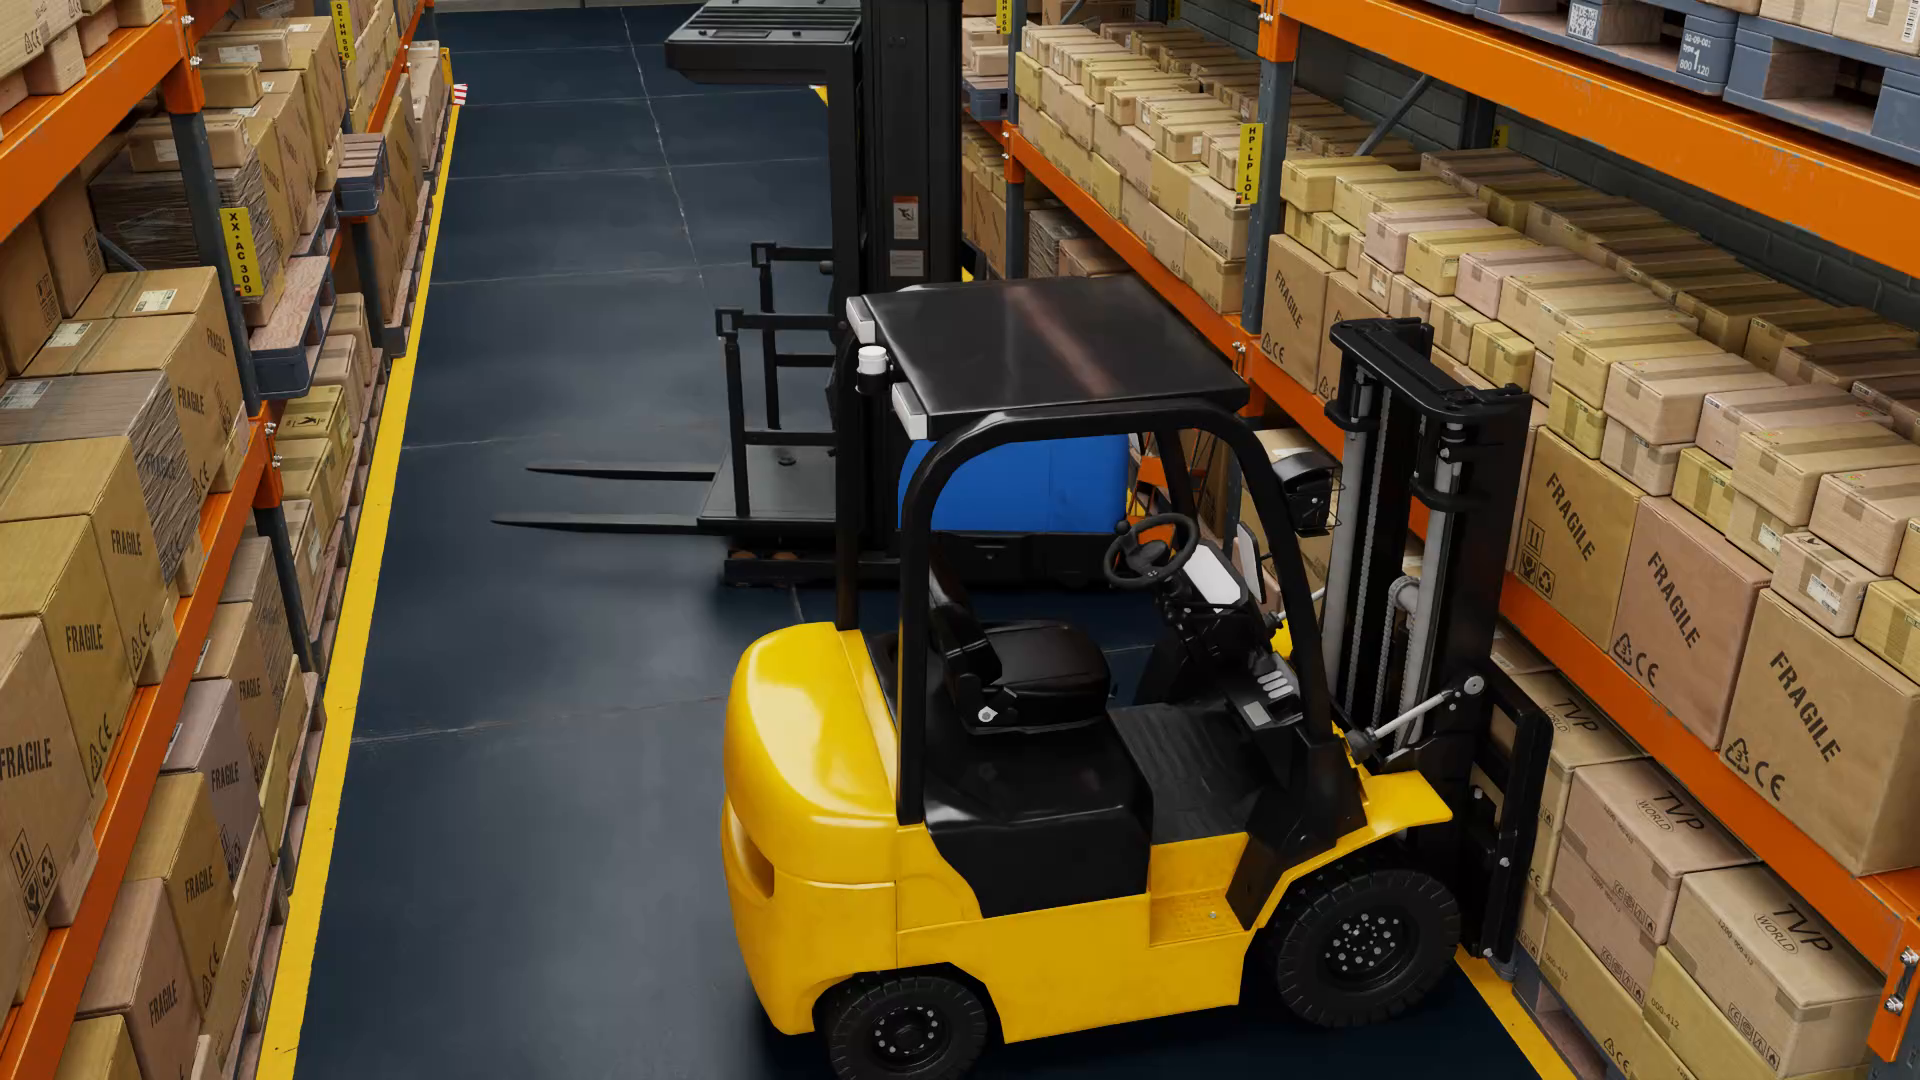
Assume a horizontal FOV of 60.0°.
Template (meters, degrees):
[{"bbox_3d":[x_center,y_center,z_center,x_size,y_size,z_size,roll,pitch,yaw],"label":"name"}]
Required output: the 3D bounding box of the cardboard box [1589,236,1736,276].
[{"bbox_3d":[2.326,-0.894,5.532,0.380,0.149,0.250,-6,27,-12],"label":"cardboard box"}]

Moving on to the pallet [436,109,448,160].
[{"bbox_3d":[-5.309,-3.742,15.429,1.003,0.211,1.213,-6,27,-12],"label":"pallet"}]

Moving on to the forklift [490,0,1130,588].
[{"bbox_3d":[-0.716,-1.320,7.613,3.031,2.935,1.130,1,27,2],"label":"forklift"}]

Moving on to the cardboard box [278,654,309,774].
[{"bbox_3d":[-2.737,0.676,6.167,0.500,0.250,0.500,-5,27,-9],"label":"cardboard box"}]

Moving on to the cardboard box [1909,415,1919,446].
[{"bbox_3d":[2.637,-0.215,4.186,0.380,0.149,0.250,-5,27,-11],"label":"cardboard box"}]

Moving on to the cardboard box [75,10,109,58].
[{"bbox_3d":[-2.712,-1.486,4.815,0.380,0.149,0.250,-6,27,-11],"label":"cardboard box"}]

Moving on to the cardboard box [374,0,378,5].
[{"bbox_3d":[-4.371,-3.978,11.581,0.500,0.500,0.500,-5,27,-10],"label":"cardboard box"}]

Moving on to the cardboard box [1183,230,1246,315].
[{"bbox_3d":[1.334,-1.230,7.524,0.500,0.250,0.500,-5,27,-10],"label":"cardboard box"}]

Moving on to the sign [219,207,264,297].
[{"bbox_3d":[-2.605,-1.041,6.023,0.100,0.325,0.005,-6,27,-12],"label":"sign"}]

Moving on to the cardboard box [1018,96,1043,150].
[{"bbox_3d":[0.663,-2.571,10.182,0.500,0.250,0.500,-6,27,-11],"label":"cardboard box"}]

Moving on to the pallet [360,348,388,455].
[{"bbox_3d":[-3.859,-0.764,9.530,1.003,0.211,1.213,-6,27,-12],"label":"pallet"}]

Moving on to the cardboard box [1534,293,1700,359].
[{"bbox_3d":[1.967,-0.622,4.992,0.380,0.149,0.250,-6,27,-11],"label":"cardboard box"}]

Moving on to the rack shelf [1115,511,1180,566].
[{"bbox_3d":[0.891,0.026,7.612,0.240,0.259,0.215,18,10,31],"label":"rack shelf"}]

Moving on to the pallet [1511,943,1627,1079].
[{"bbox_3d":[2.391,1.567,4.910,1.003,0.211,1.213,-6,27,-12],"label":"pallet"}]

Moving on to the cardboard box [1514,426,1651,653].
[{"bbox_3d":[2.014,-0.034,4.877,0.500,0.500,0.500,-6,27,-13],"label":"cardboard box"}]

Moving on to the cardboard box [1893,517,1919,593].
[{"bbox_3d":[2.318,0.051,3.659,0.380,0.149,0.250,-6,27,-11],"label":"cardboard box"}]

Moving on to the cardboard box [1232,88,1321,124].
[{"bbox_3d":[1.597,-2.177,8.404,0.380,0.149,0.250,-6,27,-12],"label":"cardboard box"}]

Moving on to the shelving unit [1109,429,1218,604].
[{"bbox_3d":[0.956,-0.252,7.570,0.252,1.050,0.215,18,10,31],"label":"shelving unit"}]

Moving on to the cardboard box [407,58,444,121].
[{"bbox_3d":[-5.376,-4.228,15.674,0.875,0.438,0.875,-5,27,-10],"label":"cardboard box"}]

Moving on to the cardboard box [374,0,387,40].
[{"bbox_3d":[-4.357,-3.650,11.765,0.500,0.250,0.500,-5,27,-10],"label":"cardboard box"}]

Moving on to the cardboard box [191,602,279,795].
[{"bbox_3d":[-2.621,0.564,5.556,0.500,0.500,0.500,-5,27,-11],"label":"cardboard box"}]

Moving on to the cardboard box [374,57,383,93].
[{"bbox_3d":[-4.259,-3.197,11.421,0.500,0.250,0.500,-6,27,-12],"label":"cardboard box"}]

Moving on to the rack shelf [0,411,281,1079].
[{"bbox_3d":[-2.682,0.603,4.525,1.077,0.370,4.000,-6,27,-12],"label":"rack shelf"}]

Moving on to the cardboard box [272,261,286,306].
[{"bbox_3d":[-2.997,-1.057,6.828,0.380,0.149,0.250,-5,27,-11],"label":"cardboard box"}]

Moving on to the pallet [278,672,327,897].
[{"bbox_3d":[-2.947,0.940,6.154,1.003,0.211,1.213,-6,27,-12],"label":"pallet"}]

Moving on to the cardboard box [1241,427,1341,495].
[{"bbox_3d":[1.506,-0.264,6.920,0.500,0.250,0.500,-6,27,-12],"label":"cardboard box"}]

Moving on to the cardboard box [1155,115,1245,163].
[{"bbox_3d":[1.141,-1.890,7.835,0.380,0.149,0.250,-7,28,-13],"label":"cardboard box"}]

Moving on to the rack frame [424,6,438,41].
[{"bbox_3d":[-5.837,-5.864,16.540,1.000,3.000,0.127,-6,27,-12],"label":"rack frame"}]

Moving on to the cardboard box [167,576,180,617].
[{"bbox_3d":[-2.502,0.187,4.829,0.380,0.149,0.250,-6,27,-13],"label":"cardboard box"}]

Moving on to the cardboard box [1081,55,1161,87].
[{"bbox_3d":[0.888,-2.574,9.191,0.380,0.149,0.250,-6,27,-11],"label":"cardboard box"}]

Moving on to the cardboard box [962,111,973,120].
[{"bbox_3d":[0.077,-3.224,12.896,0.380,0.149,0.250,-5,27,-10],"label":"cardboard box"}]

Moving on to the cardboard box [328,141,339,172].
[{"bbox_3d":[-3.450,-1.980,8.657,0.380,0.149,0.250,-7,28,-14],"label":"cardboard box"}]

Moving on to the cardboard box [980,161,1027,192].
[{"bbox_3d":[0.352,-2.527,11.516,0.380,0.149,0.250,-7,28,-14],"label":"cardboard box"}]

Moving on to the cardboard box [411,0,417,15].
[{"bbox_3d":[-5.001,-4.826,14.371,0.500,0.500,0.500,-6,27,-11],"label":"cardboard box"}]

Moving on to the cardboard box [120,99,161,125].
[{"bbox_3d":[-3.683,-1.585,7.155,0.500,0.500,0.500,-5,27,-10],"label":"cardboard box"}]

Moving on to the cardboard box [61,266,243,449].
[{"bbox_3d":[-2.790,-0.604,5.677,0.500,0.500,0.500,-7,28,-13],"label":"cardboard box"}]

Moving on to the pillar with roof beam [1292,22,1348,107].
[{"bbox_3d":[-2.221,-4.618,7.413,9.100,9.000,0.400,-6,27,-12],"label":"pillar with roof beam"}]

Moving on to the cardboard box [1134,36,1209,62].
[{"bbox_3d":[1.239,-2.847,9.730,0.380,0.149,0.250,-6,27,-12],"label":"cardboard box"}]

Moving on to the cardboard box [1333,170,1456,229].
[{"bbox_3d":[1.650,-1.295,6.326,0.380,0.149,0.250,-6,27,-11],"label":"cardboard box"}]

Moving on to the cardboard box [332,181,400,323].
[{"bbox_3d":[-4.109,-1.903,10.583,0.875,0.875,0.875,-6,27,-12],"label":"cardboard box"}]

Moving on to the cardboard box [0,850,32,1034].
[{"bbox_3d":[-2.067,0.746,3.002,0.500,0.500,0.500,-6,27,-12],"label":"cardboard box"}]

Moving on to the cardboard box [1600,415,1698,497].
[{"bbox_3d":[2.017,-0.256,4.597,0.380,0.149,0.250,-7,28,-13],"label":"cardboard box"}]

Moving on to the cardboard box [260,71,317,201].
[{"bbox_3d":[-3.296,-1.859,7.697,0.500,0.500,0.500,-7,28,-14],"label":"cardboard box"}]

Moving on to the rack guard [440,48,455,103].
[{"bbox_3d":[-5.842,-4.759,17.124,1.175,0.500,0.348,-6,27,-12],"label":"rack guard"}]

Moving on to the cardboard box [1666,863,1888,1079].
[{"bbox_3d":[2.197,1.077,4.263,0.500,0.250,0.500,-5,27,-10],"label":"cardboard box"}]

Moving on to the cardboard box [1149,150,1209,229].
[{"bbox_3d":[1.220,-1.673,7.847,0.500,0.250,0.500,-7,28,-13],"label":"cardboard box"}]

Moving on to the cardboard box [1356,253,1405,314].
[{"bbox_3d":[1.647,-0.929,5.930,0.380,0.149,0.250,-5,27,-10],"label":"cardboard box"}]

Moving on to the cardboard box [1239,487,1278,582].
[{"bbox_3d":[1.511,-0.042,7.034,0.500,0.250,0.500,-6,27,-12],"label":"cardboard box"}]

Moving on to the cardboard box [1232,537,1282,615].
[{"bbox_3d":[1.489,0.184,7.142,0.500,0.250,0.500,-6,27,-11],"label":"cardboard box"}]

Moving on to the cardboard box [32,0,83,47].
[{"bbox_3d":[-2.555,-1.388,4.178,0.500,0.250,0.500,-6,27,-12],"label":"cardboard box"}]

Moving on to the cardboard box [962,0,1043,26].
[{"bbox_3d":[0.253,-3.789,11.848,0.797,0.503,0.637,-7,28,-13],"label":"cardboard box"}]

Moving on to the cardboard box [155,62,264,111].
[{"bbox_3d":[-3.239,-1.960,7.177,0.380,0.149,0.250,-4,27,-9],"label":"cardboard box"}]
